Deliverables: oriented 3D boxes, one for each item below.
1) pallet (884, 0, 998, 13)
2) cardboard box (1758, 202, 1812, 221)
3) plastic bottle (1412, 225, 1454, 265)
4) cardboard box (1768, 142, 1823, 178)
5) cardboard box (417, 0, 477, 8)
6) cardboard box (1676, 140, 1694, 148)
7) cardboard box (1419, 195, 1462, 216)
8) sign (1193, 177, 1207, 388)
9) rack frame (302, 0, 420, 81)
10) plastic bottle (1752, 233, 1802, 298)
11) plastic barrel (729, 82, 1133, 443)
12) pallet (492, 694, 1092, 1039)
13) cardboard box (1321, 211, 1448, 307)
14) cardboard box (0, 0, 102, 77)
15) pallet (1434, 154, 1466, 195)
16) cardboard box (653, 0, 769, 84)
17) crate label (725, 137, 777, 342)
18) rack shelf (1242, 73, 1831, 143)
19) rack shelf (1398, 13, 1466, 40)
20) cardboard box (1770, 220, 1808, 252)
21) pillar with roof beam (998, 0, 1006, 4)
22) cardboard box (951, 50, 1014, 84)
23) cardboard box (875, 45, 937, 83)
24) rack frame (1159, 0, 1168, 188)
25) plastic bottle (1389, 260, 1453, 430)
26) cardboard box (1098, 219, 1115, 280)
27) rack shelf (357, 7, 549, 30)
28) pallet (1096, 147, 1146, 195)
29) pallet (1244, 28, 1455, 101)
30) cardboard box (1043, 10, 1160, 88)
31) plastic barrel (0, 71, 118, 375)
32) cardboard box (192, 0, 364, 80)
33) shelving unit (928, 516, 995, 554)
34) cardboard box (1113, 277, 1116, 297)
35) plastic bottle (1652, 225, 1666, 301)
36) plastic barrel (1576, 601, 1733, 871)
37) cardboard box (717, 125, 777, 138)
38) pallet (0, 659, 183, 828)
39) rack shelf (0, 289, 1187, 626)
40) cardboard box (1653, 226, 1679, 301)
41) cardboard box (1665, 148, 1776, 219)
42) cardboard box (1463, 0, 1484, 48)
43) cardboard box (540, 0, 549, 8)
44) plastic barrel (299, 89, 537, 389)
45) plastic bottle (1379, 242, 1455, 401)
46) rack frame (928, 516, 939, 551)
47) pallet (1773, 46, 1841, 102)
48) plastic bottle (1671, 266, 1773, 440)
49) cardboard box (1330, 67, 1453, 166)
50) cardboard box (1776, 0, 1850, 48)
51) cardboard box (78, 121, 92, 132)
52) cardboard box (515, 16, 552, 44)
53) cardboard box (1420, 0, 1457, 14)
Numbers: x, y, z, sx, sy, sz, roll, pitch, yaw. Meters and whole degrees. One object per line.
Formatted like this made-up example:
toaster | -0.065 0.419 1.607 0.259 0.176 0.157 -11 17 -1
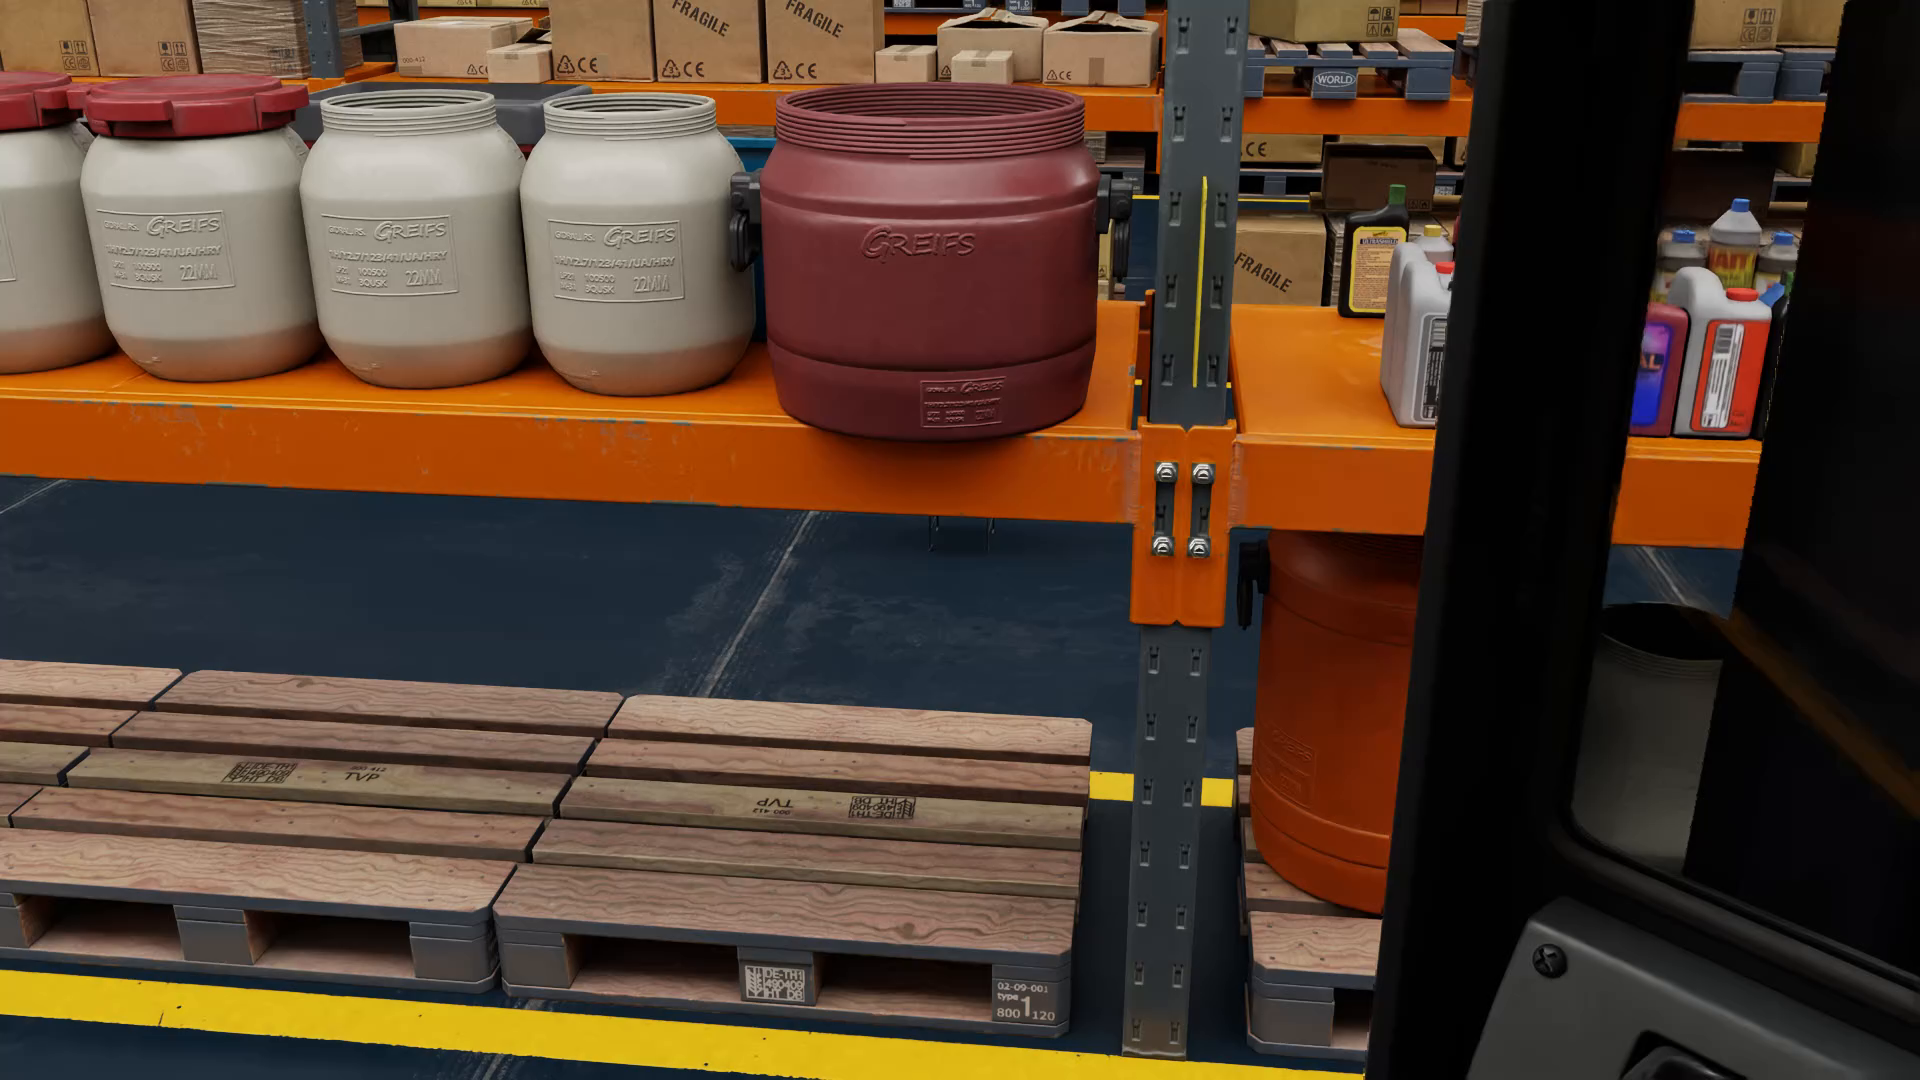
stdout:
pallet | -0.359 -4.140 12.591 1.213 0.211 1.003 2 22 6
cardboard box | 4.021 -1.347 8.069 0.500 0.500 0.500 3 22 7
plastic bottle | 1.010 -0.575 3.585 0.097 0.201 0.097 0 22 0
cardboard box | 6.314 -2.948 12.145 0.500 0.500 0.700 3 22 7
cardboard box | -3.862 -4.221 12.714 0.500 0.250 0.500 2 22 6
cardboard box | 4.923 -3.161 12.209 0.750 0.750 0.750 3 22 7
cardboard box | 2.502 -1.414 8.238 0.500 0.500 0.500 2 22 4
sign | 0.388 -0.416 2.689 0.005 0.325 0.100 2 22 6
rack frame | -2.940 -2.522 8.240 0.127 3.000 1.000 2 22 6
plastic bottle | 1.722 -0.544 3.506 0.097 0.201 0.097 0 22 0
plastic barrel | -0.051 -0.514 2.974 0.708 0.536 0.600 2 22 6
pallet | -0.319 0.708 3.862 1.213 0.211 1.003 2 22 6
cardboard box | 1.971 -1.247 7.815 0.500 0.500 0.500 2 22 4
cardboard box | -4.404 -2.629 8.375 0.500 0.500 0.700 3 22 7
pallet | 3.593 -2.746 12.598 1.213 0.211 1.003 2 22 6
cardboard box | -1.159 -2.485 8.010 0.500 0.500 0.500 3 22 6
crate label | -0.510 -0.699 3.580 0.616 0.435 0.502 2 22 6
rack shelf | 3.018 -1.928 7.716 4.000 0.370 1.077 2 22 6
rack shelf | 3.597 -3.737 12.291 4.000 0.370 1.077 2 22 6
cardboard box | 3.990 -1.159 7.594 0.500 0.500 0.500 3 22 6
pillar with roof beam | -0.085 -5.748 8.240 0.400 9.000 9.100 2 22 6
cardboard box | 0.106 -2.170 7.692 0.250 0.149 0.380 2 22 6
cardboard box | -0.241 -2.267 7.936 0.250 0.149 0.380 4 22 10
rack frame | 1.611 -4.158 12.377 0.127 3.000 1.000 2 22 6
plastic bottle | 0.837 -0.347 2.905 0.135 0.276 0.152 2 22 6
cardboard box | 0.483 -1.459 7.957 0.500 0.311 0.500 3 22 8
rack shelf | -4.347 -4.083 13.166 4.000 0.370 1.077 2 22 6
pallet | 0.835 -2.896 12.977 1.213 0.211 1.003 2 22 6
pallet | 1.713 -2.256 7.828 1.003 0.211 1.213 2 22 6
cardboard box | 0.676 -2.340 7.899 0.500 0.311 0.500 4 22 10
plastic barrel | -1.874 -0.624 3.253 0.433 0.535 0.433 0 22 0
cardboard box | -3.382 -2.586 8.264 0.500 0.500 0.700 2 22 5
shelving unit | 0.008 -0.418 5.773 0.210 0.900 0.258 2 22 6
cardboard box | 0.546 -1.396 8.559 0.500 0.250 0.500 2 22 6
plastic bottle | 1.432 -0.589 3.526 0.097 0.271 0.097 0 22 0
plastic barrel | 1.504 0.427 3.591 0.421 0.512 0.421 0 22 0
cardboard box | -1.628 -3.347 13.129 0.500 0.500 0.700 3 22 8
pallet | -2.743 0.603 4.129 1.213 0.211 1.003 2 22 6
rack shelf | -1.541 -0.293 3.579 4.000 0.370 1.077 2 22 6
cardboard box | 2.987 -1.203 7.703 0.500 0.500 0.500 2 22 4
cardboard box | 3.559 -1.720 7.993 0.500 0.250 0.500 3 22 6
cardboard box | 2.556 -2.496 7.465 0.500 0.500 0.700 7 23 16
cardboard box | -2.867 -4.180 12.611 0.500 0.250 0.500 3 22 6
plastic barrel | -1.020 -0.578 3.169 0.421 0.512 0.421 0 22 0
plastic bottle | 0.855 -0.402 3.046 0.135 0.276 0.152 2 22 6
rack frame | -0.093 -0.423 5.785 0.006 0.900 0.240 2 22 6
pallet | 4.223 -2.161 7.588 1.213 0.211 1.003 2 22 6
plastic bottle | 1.296 -0.326 2.855 0.135 0.276 0.152 2 22 6
cardboard box | 3.195 -3.234 12.392 0.750 0.750 0.750 2 22 6
cardboard box | 3.870 -2.527 7.544 0.500 0.500 0.700 6 22 15
cardboard box | -4.854 -1.986 9.032 0.500 0.500 0.500 2 22 6
cardboard box | -2.046 -2.489 8.338 0.258 0.266 0.396 2 22 5
cardboard box | 3.435 -3.889 12.012 0.250 0.149 0.380 3 22 7
